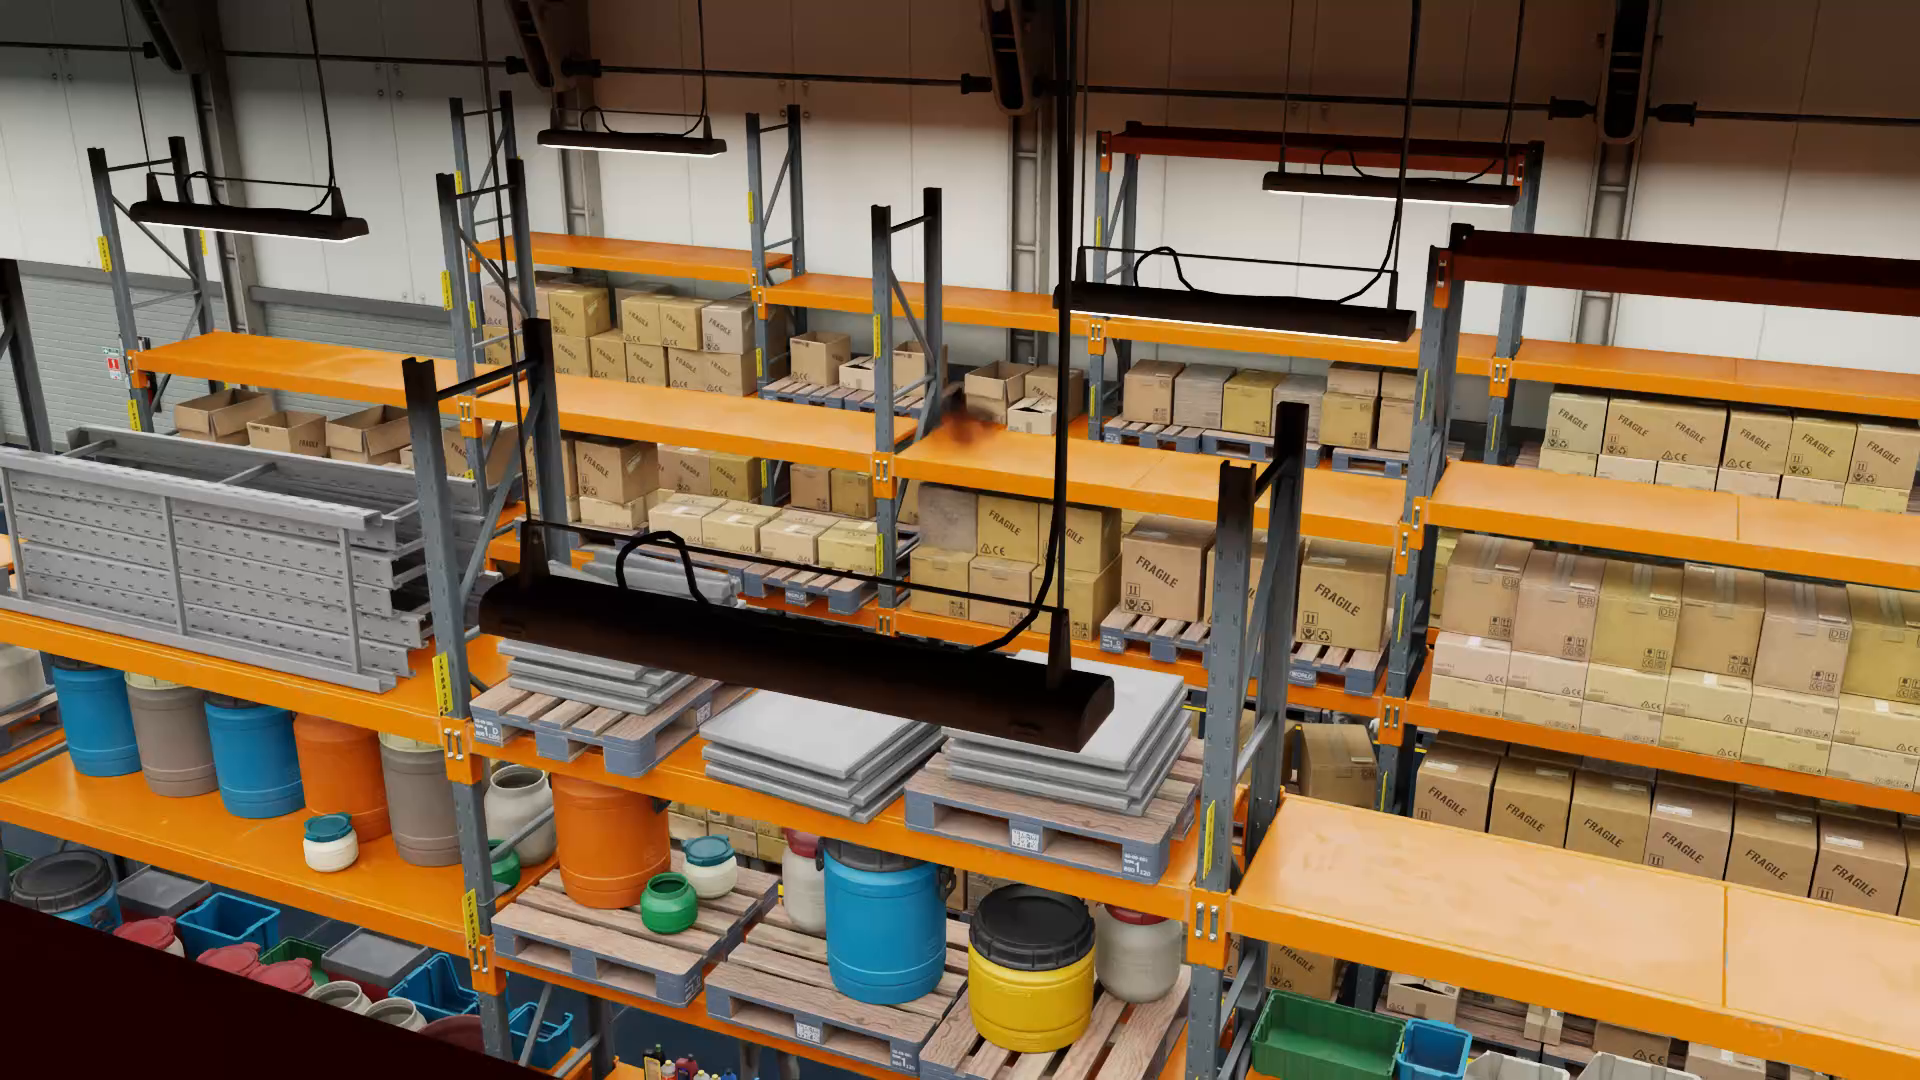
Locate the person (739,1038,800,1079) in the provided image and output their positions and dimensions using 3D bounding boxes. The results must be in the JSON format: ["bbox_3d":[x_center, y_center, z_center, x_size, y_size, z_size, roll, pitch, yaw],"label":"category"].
[{"bbox_3d":[-1.349,3.281,11.562,0.508,1.704,0.511,-5,21,-13],"label":"person"}]

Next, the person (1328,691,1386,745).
[{"bbox_3d":[3.797,1.616,15.873,0.599,1.785,0.478,13,24,31],"label":"person"}]
